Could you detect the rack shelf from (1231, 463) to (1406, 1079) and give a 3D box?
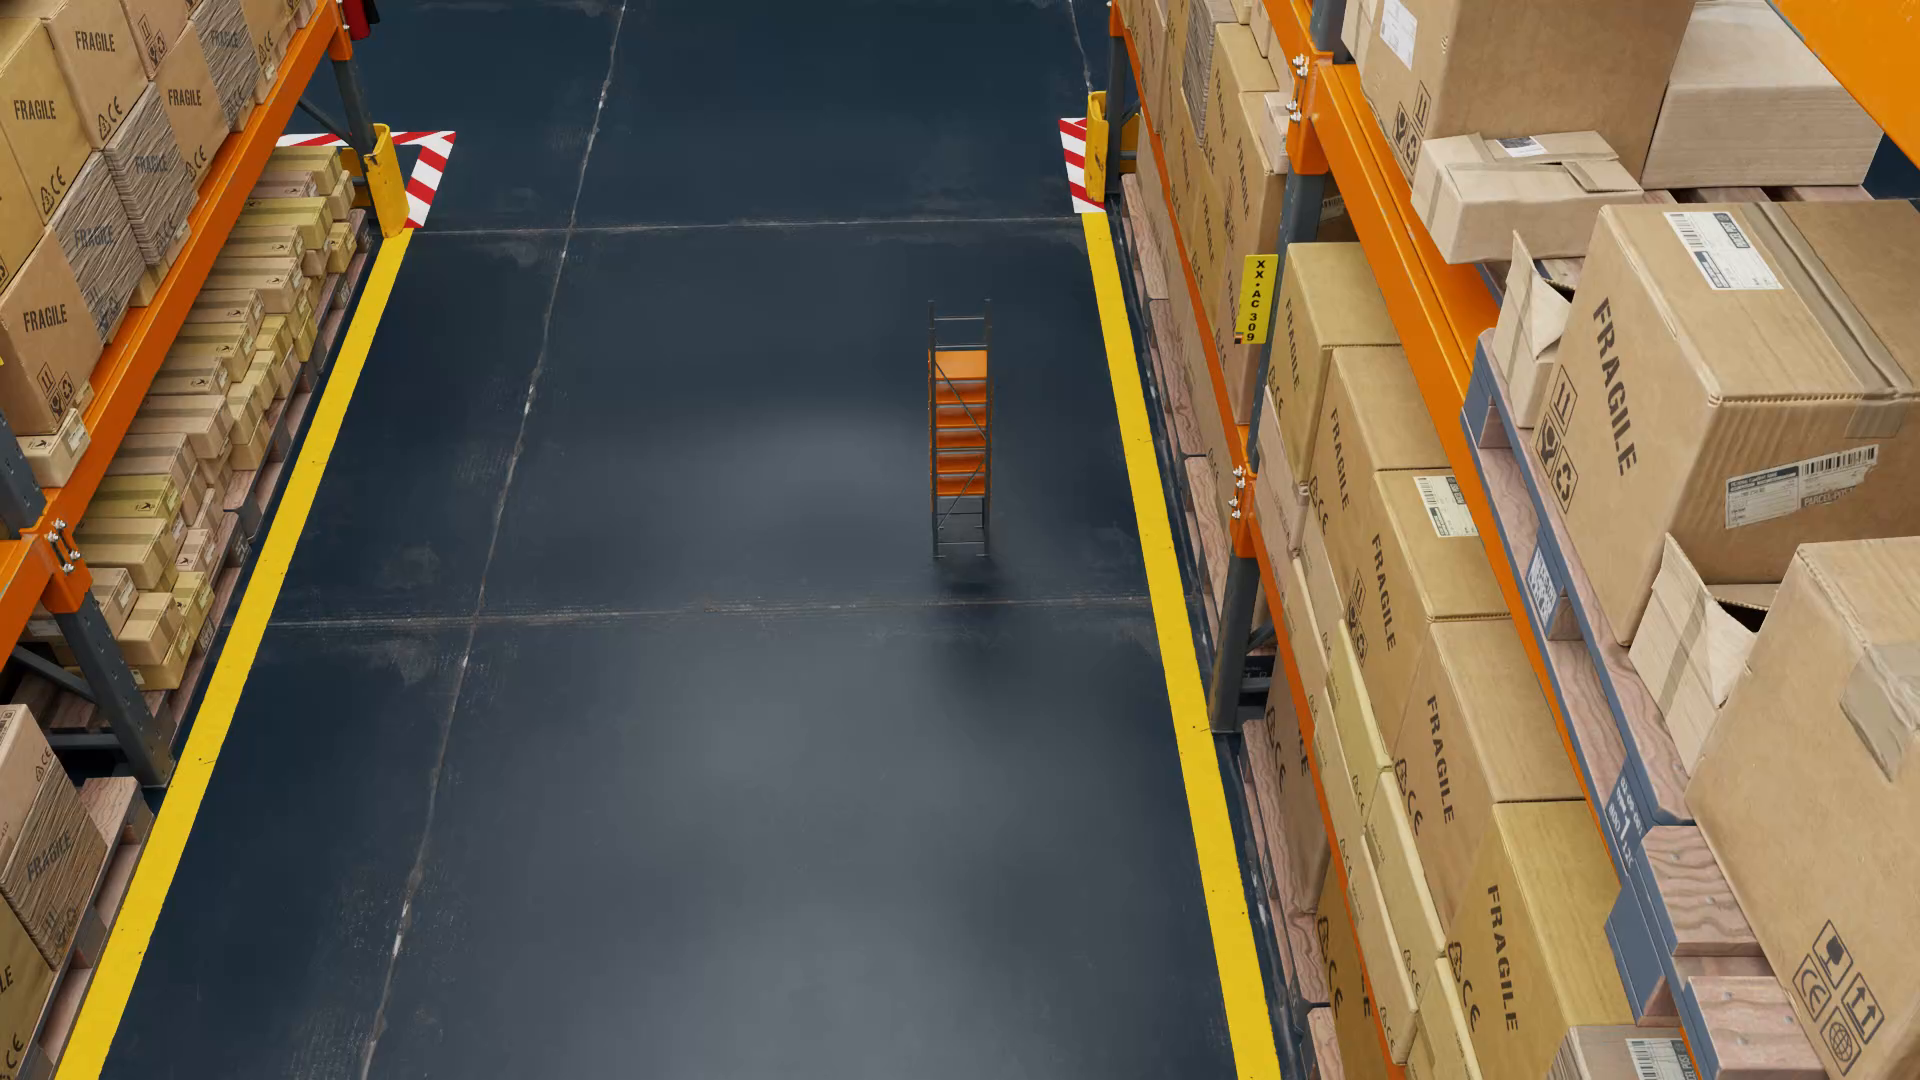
[{"bbox_3d":[1.553,1.206,4.247,1.077,0.370,4.000,-2,43,-2],"label":"rack shelf"}]

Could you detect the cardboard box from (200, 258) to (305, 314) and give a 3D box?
[{"bbox_3d":[-3.261,-1.174,7.670,0.380,0.149,0.250,0,43,0],"label":"cardboard box"}]

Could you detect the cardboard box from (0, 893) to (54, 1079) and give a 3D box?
[{"bbox_3d":[-3.168,1.406,5.035,0.500,0.500,0.500,-3,43,-3],"label":"cardboard box"}]

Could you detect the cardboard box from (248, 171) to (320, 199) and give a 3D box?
[{"bbox_3d":[-3.414,-1.702,8.245,0.380,0.149,0.250,-1,43,-1],"label":"cardboard box"}]

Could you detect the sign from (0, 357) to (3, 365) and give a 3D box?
[{"bbox_3d":[-2.919,-0.645,4.876,0.100,0.325,0.005,-2,43,-2],"label":"sign"}]

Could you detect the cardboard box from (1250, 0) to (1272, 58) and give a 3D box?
[{"bbox_3d":[1.205,-1.773,5.670,0.380,0.149,0.250,-2,43,-2],"label":"cardboard box"}]

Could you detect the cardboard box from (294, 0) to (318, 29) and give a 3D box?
[{"bbox_3d":[-3.347,-2.595,8.047,0.380,0.149,0.250,-2,43,-2],"label":"cardboard box"}]

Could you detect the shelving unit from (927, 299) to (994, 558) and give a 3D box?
[{"bbox_3d":[0.001,-0.433,6.834,0.258,1.200,0.189,-2,43,-2],"label":"shelving unit"}]

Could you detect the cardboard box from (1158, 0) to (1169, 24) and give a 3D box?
[{"bbox_3d":[1.093,-2.487,6.930,0.500,0.500,0.500,-2,43,-2],"label":"cardboard box"}]

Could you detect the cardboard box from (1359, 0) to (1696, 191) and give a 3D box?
[{"bbox_3d":[1.216,-1.104,3.630,0.500,0.500,0.500,-2,43,-3],"label":"cardboard box"}]

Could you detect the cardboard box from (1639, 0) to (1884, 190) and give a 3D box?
[{"bbox_3d":[1.716,-1.048,3.709,0.500,0.311,0.500,-2,43,-2],"label":"cardboard box"}]

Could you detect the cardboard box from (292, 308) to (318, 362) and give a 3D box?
[{"bbox_3d":[-3.278,-0.966,7.883,0.380,0.149,0.250,-3,43,-4],"label":"cardboard box"}]

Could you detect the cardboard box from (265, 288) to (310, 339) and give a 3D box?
[{"bbox_3d":[-3.277,-1.065,7.771,0.380,0.149,0.250,-1,43,-1],"label":"cardboard box"}]

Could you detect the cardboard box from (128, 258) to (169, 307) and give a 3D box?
[{"bbox_3d":[-3.258,-1.014,6.322,0.380,0.149,0.250,-1,43,-1],"label":"cardboard box"}]

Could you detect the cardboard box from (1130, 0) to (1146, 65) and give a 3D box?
[{"bbox_3d":[1.081,-2.474,7.655,0.500,0.500,0.500,-2,43,-2],"label":"cardboard box"}]

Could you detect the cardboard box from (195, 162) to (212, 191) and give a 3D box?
[{"bbox_3d":[-3.352,-1.544,6.901,0.380,0.149,0.250,-1,43,-1],"label":"cardboard box"}]

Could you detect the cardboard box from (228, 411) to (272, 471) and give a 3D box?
[{"bbox_3d":[-3.263,-0.433,7.302,0.380,0.149,0.250,-3,43,-3],"label":"cardboard box"}]

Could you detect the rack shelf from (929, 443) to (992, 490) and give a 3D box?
[{"bbox_3d":[0.001,-0.311,6.945,0.258,0.103,0.180,-2,43,-2],"label":"rack shelf"}]

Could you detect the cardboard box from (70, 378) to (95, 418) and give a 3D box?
[{"bbox_3d":[-3.243,-0.480,5.739,0.380,0.149,0.250,0,43,-1],"label":"cardboard box"}]

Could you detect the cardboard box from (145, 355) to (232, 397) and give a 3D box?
[{"bbox_3d":[-3.350,-0.649,7.097,0.380,0.149,0.250,-3,43,-4],"label":"cardboard box"}]

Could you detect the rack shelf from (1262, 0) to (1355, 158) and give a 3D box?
[{"bbox_3d":[1.383,-2.600,6.180,1.077,0.370,4.000,-2,43,-2],"label":"rack shelf"}]

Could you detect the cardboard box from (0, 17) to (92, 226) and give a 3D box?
[{"bbox_3d":[-3.286,-1.376,5.497,0.500,0.500,0.500,-3,43,-3],"label":"cardboard box"}]

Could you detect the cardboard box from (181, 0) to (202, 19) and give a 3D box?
[{"bbox_3d":[-3.322,-2.420,6.636,0.500,0.500,0.500,0,43,0],"label":"cardboard box"}]

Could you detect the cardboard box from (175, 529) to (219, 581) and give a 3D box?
[{"bbox_3d":[-3.241,0.096,6.725,0.380,0.149,0.250,-2,43,-2],"label":"cardboard box"}]

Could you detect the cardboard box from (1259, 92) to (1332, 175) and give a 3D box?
[{"bbox_3d":[1.137,-1.253,5.103,0.380,0.149,0.250,-2,43,-3],"label":"cardboard box"}]

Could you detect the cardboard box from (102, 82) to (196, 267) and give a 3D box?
[{"bbox_3d":[-3.256,-1.362,6.222,0.500,0.500,0.500,-2,43,-3],"label":"cardboard box"}]

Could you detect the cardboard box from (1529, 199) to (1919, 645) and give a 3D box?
[{"bbox_3d":[1.274,-0.188,2.631,0.500,0.500,0.500,-1,43,-1],"label":"cardboard box"}]

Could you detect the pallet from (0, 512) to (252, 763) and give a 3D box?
[{"bbox_3d":[-3.537,0.376,6.683,1.003,0.211,1.213,-2,43,-2],"label":"pallet"}]

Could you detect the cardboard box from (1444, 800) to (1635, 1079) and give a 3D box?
[{"bbox_3d":[1.310,0.862,3.276,0.500,0.500,0.500,-2,43,-2],"label":"cardboard box"}]

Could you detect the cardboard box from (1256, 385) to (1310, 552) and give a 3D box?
[{"bbox_3d":[1.205,-0.234,5.026,0.500,0.250,0.500,-3,43,-3],"label":"cardboard box"}]

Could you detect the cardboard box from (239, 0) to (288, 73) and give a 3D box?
[{"bbox_3d":[-3.350,-2.402,7.357,0.500,0.500,0.500,-2,43,-2],"label":"cardboard box"}]

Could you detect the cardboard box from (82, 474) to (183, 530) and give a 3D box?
[{"bbox_3d":[-3.293,-0.118,6.518,0.380,0.149,0.250,-2,43,-2],"label":"cardboard box"}]

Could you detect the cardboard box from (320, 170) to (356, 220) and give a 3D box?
[{"bbox_3d":[-3.335,-1.765,8.535,0.380,0.149,0.250,-3,43,-3],"label":"cardboard box"}]

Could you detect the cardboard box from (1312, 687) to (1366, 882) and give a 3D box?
[{"bbox_3d":[1.253,0.646,4.436,0.500,0.250,0.500,-2,43,-2],"label":"cardboard box"}]

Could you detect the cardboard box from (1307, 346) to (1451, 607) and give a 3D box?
[{"bbox_3d":[1.249,-0.167,4.398,0.500,0.500,0.500,-2,43,-2],"label":"cardboard box"}]

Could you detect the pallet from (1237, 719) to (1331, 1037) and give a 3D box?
[{"bbox_3d":[1.576,1.137,5.853,1.003,0.211,1.213,-2,43,-2],"label":"pallet"}]

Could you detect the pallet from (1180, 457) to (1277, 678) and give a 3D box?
[{"bbox_3d":[1.514,0.103,6.982,1.003,0.211,1.213,-2,43,-2],"label":"pallet"}]

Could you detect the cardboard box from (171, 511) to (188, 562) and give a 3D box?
[{"bbox_3d":[-3.315,0.002,6.607,0.380,0.149,0.250,-2,43,-2],"label":"cardboard box"}]

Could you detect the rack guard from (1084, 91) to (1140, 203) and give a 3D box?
[{"bbox_3d":[1.297,-2.205,9.285,1.175,0.500,0.348,-2,43,-2],"label":"rack guard"}]

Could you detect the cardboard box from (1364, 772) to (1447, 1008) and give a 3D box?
[{"bbox_3d":[1.274,0.800,3.898,0.500,0.250,0.500,-3,43,-3],"label":"cardboard box"}]

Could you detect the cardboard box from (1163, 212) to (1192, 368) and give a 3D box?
[{"bbox_3d":[1.474,-1.260,7.990,0.875,0.438,0.875,-1,43,-1],"label":"cardboard box"}]

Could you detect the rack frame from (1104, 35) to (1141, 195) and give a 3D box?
[{"bbox_3d":[1.298,-3.110,8.423,1.000,3.000,0.127,-2,43,-2],"label":"rack frame"}]

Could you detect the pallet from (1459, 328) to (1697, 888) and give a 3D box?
[{"bbox_3d":[1.507,0.067,2.877,1.003,0.211,1.213,0,43,0],"label":"pallet"}]

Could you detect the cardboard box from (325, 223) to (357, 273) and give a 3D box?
[{"bbox_3d":[-3.300,-1.484,8.448,0.380,0.149,0.250,0,43,0],"label":"cardboard box"}]

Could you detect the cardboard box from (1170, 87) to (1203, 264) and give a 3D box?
[{"bbox_3d":[1.130,-1.438,6.525,0.500,0.500,0.500,-2,43,-2],"label":"cardboard box"}]

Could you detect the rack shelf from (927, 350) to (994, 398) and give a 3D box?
[{"bbox_3d":[0.001,-0.665,6.621,0.258,0.103,0.180,-2,43,-2],"label":"rack shelf"}]

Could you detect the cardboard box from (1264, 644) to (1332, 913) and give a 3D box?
[{"bbox_3d":[1.575,0.635,5.599,0.875,0.875,0.875,0,43,0],"label":"cardboard box"}]

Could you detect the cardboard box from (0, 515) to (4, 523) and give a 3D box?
[{"bbox_3d":[-3.816,-0.094,6.492,0.380,0.149,0.250,-2,43,-2],"label":"cardboard box"}]

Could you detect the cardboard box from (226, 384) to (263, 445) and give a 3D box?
[{"bbox_3d":[-3.260,-0.539,7.197,0.380,0.149,0.250,-2,43,-2],"label":"cardboard box"}]

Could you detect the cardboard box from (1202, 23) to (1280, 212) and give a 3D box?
[{"bbox_3d":[1.159,-1.468,5.818,0.500,0.500,0.500,-2,43,-2],"label":"cardboard box"}]

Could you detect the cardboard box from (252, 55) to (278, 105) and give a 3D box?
[{"bbox_3d":[-3.314,-2.086,7.491,0.380,0.149,0.250,-1,43,-1],"label":"cardboard box"}]
